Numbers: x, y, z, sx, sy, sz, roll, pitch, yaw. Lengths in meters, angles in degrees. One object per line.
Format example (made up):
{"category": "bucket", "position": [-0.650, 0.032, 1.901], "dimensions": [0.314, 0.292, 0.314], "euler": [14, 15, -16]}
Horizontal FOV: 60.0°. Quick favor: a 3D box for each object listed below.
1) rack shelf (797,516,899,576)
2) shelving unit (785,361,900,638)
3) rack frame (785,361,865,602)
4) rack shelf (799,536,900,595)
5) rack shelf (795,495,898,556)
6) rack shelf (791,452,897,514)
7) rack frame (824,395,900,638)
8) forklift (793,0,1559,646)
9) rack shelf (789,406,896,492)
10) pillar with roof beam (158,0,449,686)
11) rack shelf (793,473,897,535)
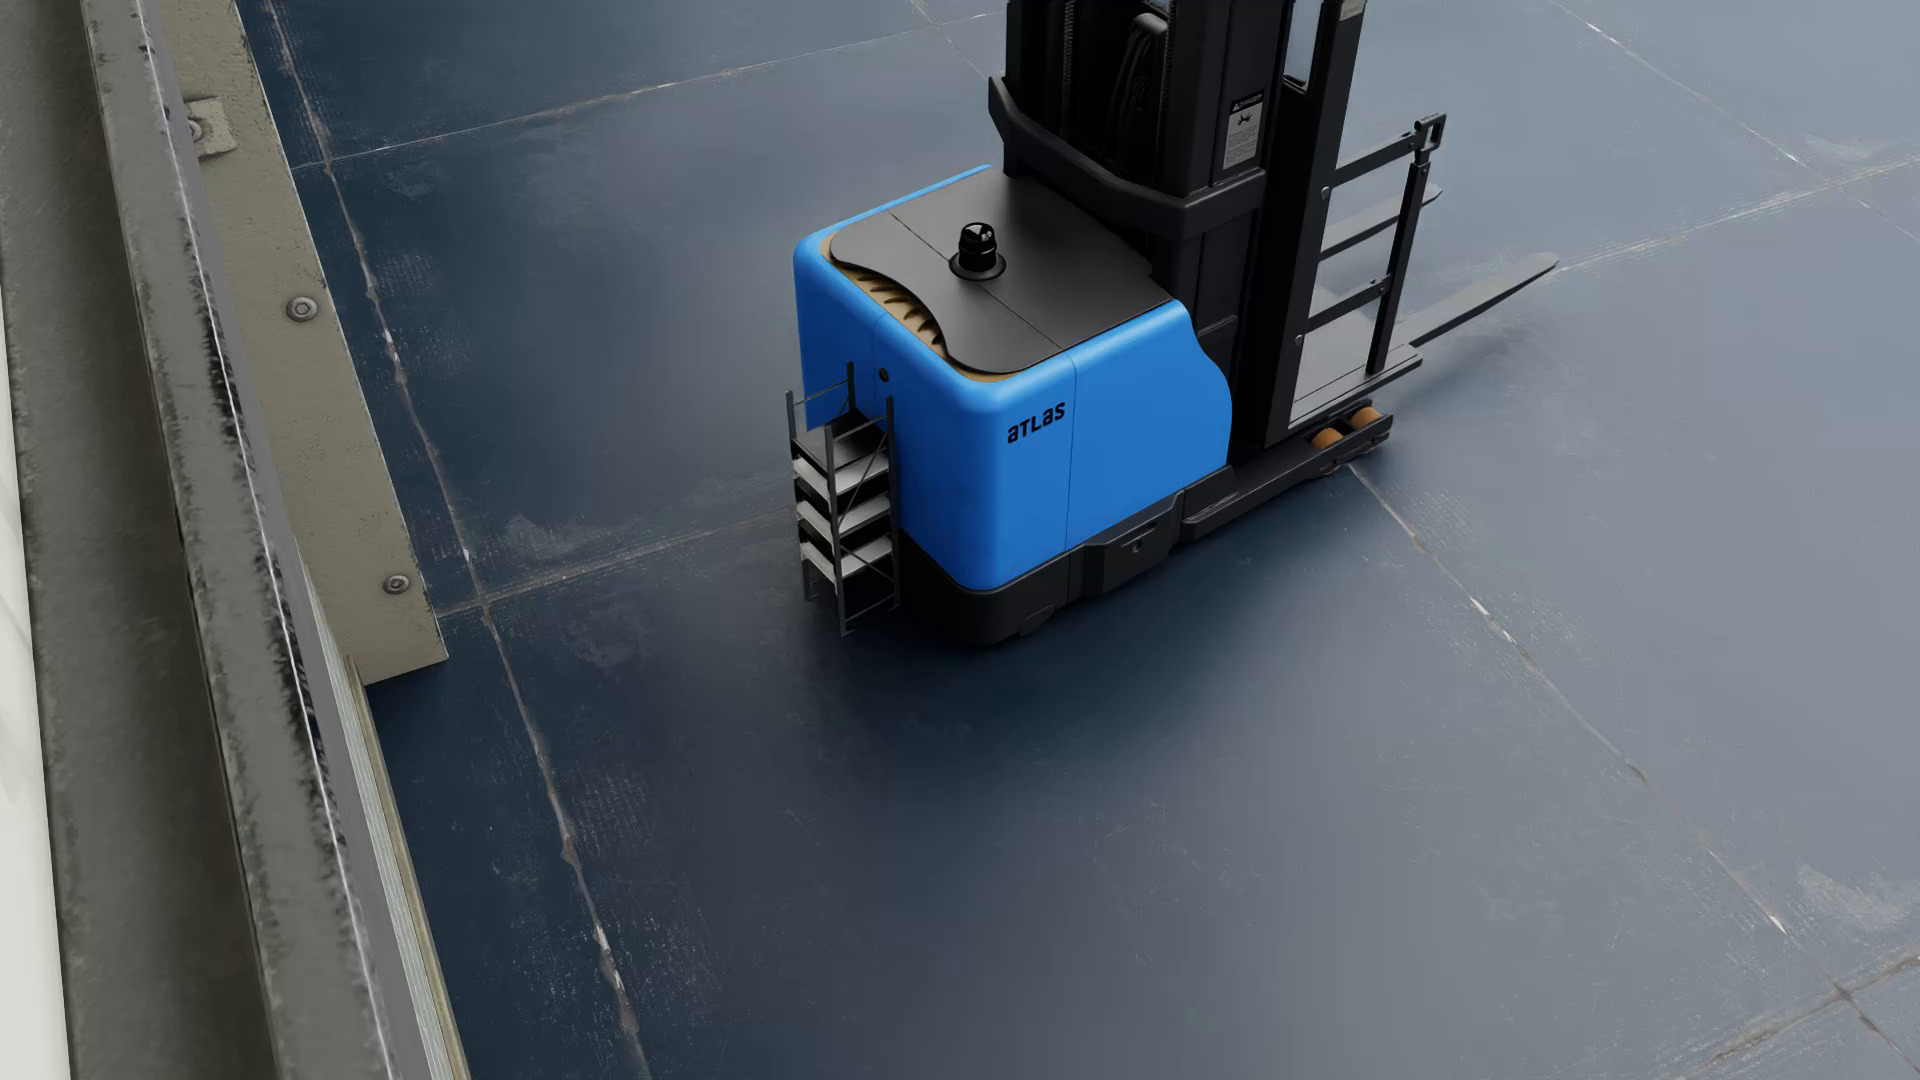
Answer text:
{"category": "rack shelf", "position": [-0.357, -0.023, 5.308], "dimensions": [0.258, 0.077, 0.200], "euler": [-28, 51, -26]}
{"category": "shelving unit", "position": [-0.357, -0.111, 5.221], "dimensions": [0.258, 0.900, 0.210], "euler": [-28, 51, -26]}
{"category": "rack frame", "position": [-0.419, -0.167, 5.279], "dimensions": [0.240, 0.900, 0.006], "euler": [-28, 51, -26]}
{"category": "rack shelf", "position": [-0.357, 0.041, 5.371], "dimensions": [0.258, 0.077, 0.200], "euler": [-28, 51, -26]}
{"category": "rack shelf", "position": [-0.357, -0.087, 5.245], "dimensions": [0.258, 0.077, 0.200], "euler": [-28, 51, -26]}
{"category": "rack shelf", "position": [-0.357, -0.215, 5.118], "dimensions": [0.258, 0.077, 0.200], "euler": [-28, 51, -26]}
{"category": "rack frame", "position": [-0.295, -0.054, 5.164], "dimensions": [0.240, 0.900, 0.006], "euler": [-28, 51, -26]}
{"category": "forklift", "position": [0.950, -1.552, 5.236], "dimensions": [3.031, 2.935, 1.130], "euler": [-27, 51, -25]}
{"category": "rack shelf", "position": [-0.357, -0.279, 5.055], "dimensions": [0.258, 0.077, 0.200], "euler": [-28, 51, -26]}
{"category": "pillar with roof beam", "position": [2.035, -4.173, 3.573], "dimensions": [9.100, 9.000, 0.400], "euler": [-18, 47, -17]}
{"category": "rack shelf", "position": [-0.357, -0.151, 5.182], "dimensions": [0.258, 0.077, 0.200], "euler": [-28, 51, -26]}
